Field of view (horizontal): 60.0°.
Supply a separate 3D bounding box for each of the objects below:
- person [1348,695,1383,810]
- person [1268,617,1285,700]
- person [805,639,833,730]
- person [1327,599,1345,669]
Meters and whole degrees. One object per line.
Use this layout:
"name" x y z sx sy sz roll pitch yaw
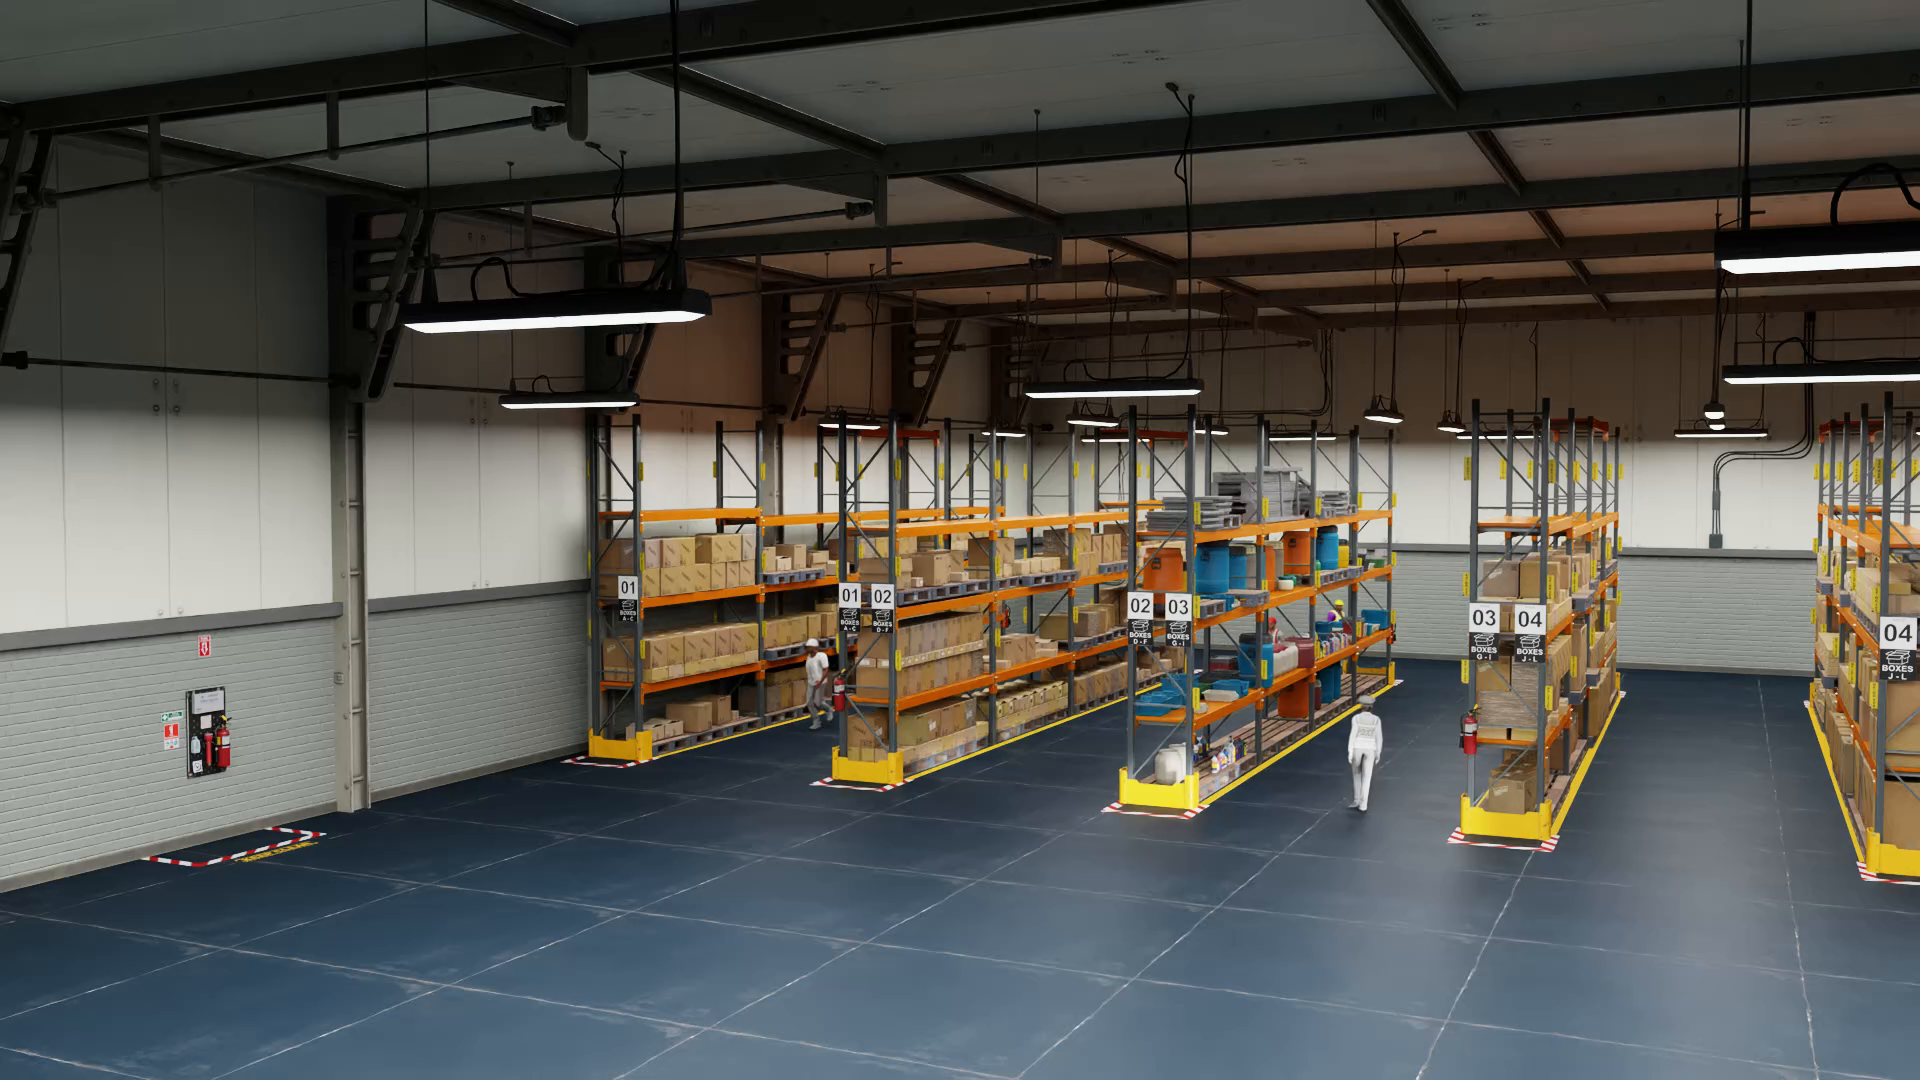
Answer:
"person" 5.999 3.178 24.604 0.481 1.733 0.580 1 2 18
"person" 6.917 2.608 36.844 0.805 1.804 0.577 -2 3 -44
"person" -2.766 2.802 32.491 0.622 1.736 0.638 2 3 39
"person" 9.619 2.386 42.178 0.743 1.762 0.603 2 3 43
